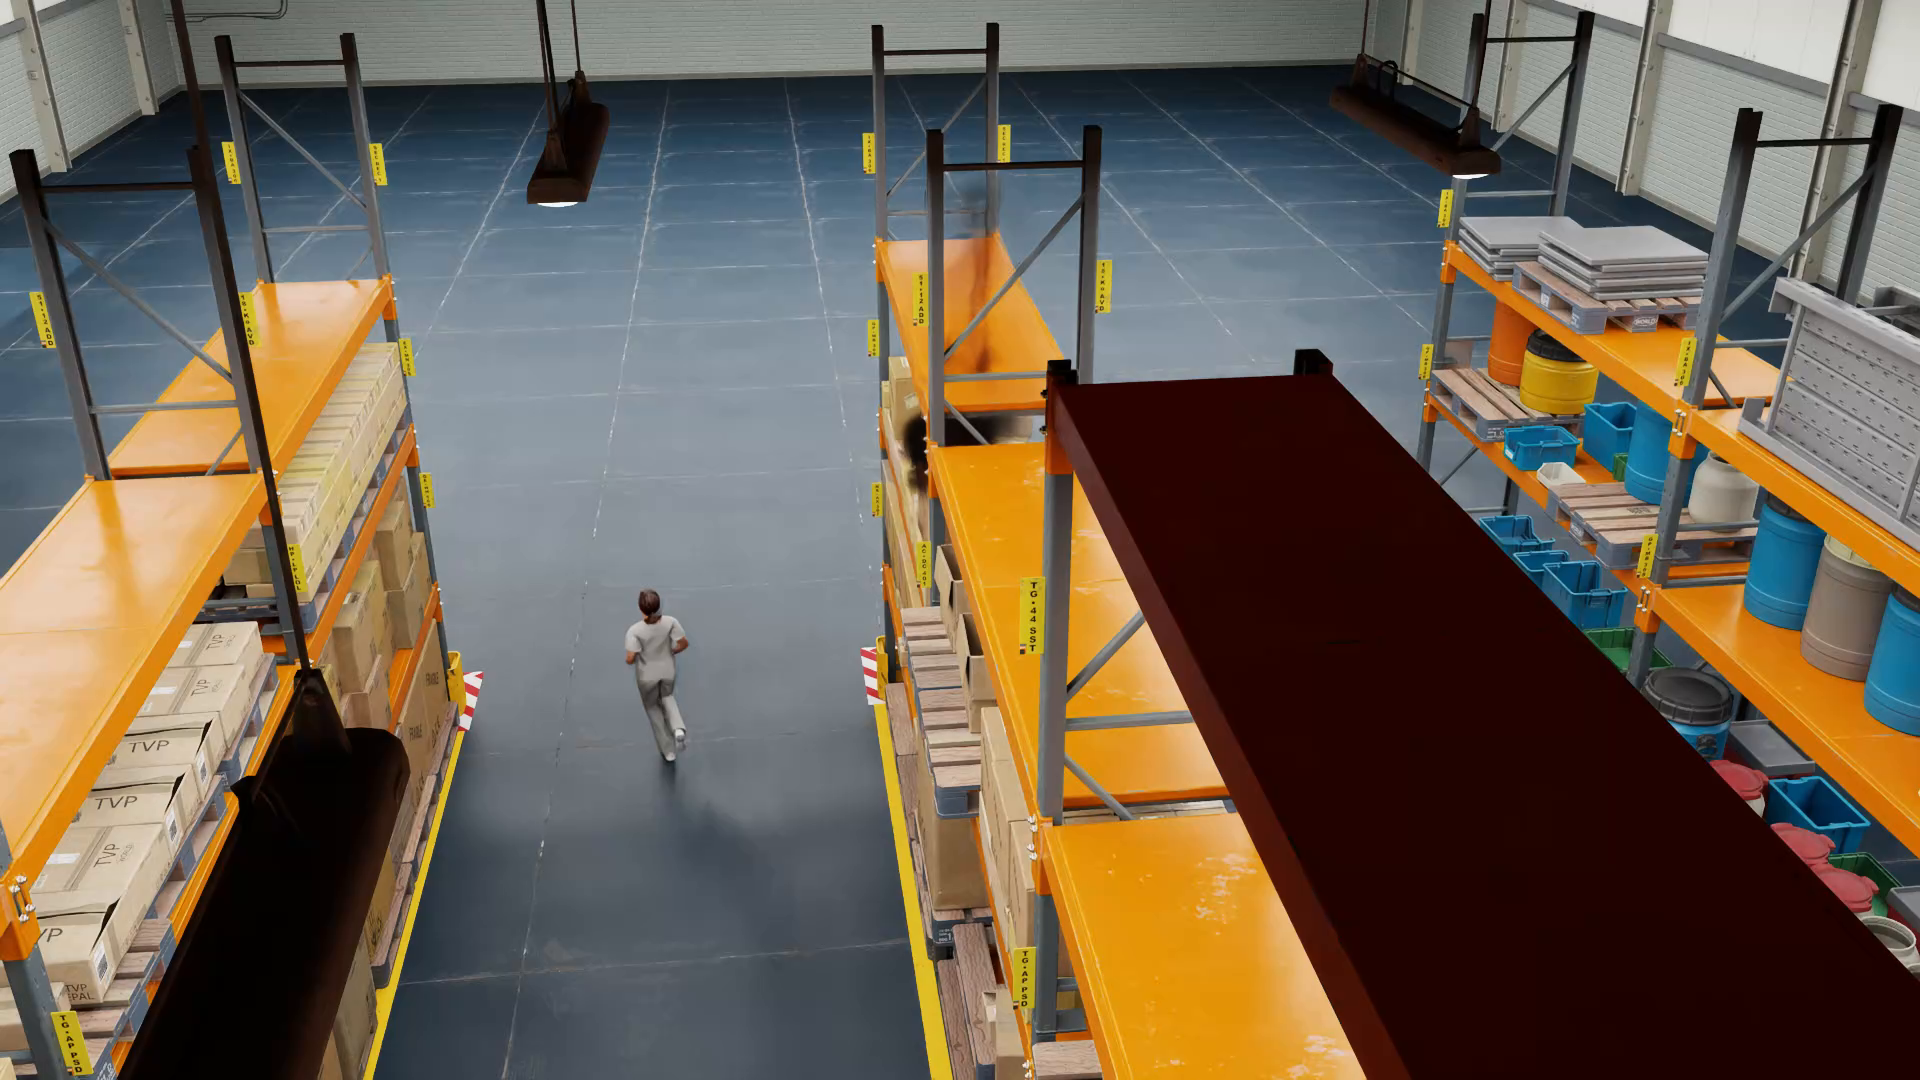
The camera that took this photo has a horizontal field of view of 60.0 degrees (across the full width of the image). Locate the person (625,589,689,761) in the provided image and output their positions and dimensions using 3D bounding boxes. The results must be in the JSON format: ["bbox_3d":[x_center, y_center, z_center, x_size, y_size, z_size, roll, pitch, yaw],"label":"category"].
[{"bbox_3d":[-2.593,1.146,14.212,0.548,1.622,0.554,-14,29,-26],"label":"person"}]
